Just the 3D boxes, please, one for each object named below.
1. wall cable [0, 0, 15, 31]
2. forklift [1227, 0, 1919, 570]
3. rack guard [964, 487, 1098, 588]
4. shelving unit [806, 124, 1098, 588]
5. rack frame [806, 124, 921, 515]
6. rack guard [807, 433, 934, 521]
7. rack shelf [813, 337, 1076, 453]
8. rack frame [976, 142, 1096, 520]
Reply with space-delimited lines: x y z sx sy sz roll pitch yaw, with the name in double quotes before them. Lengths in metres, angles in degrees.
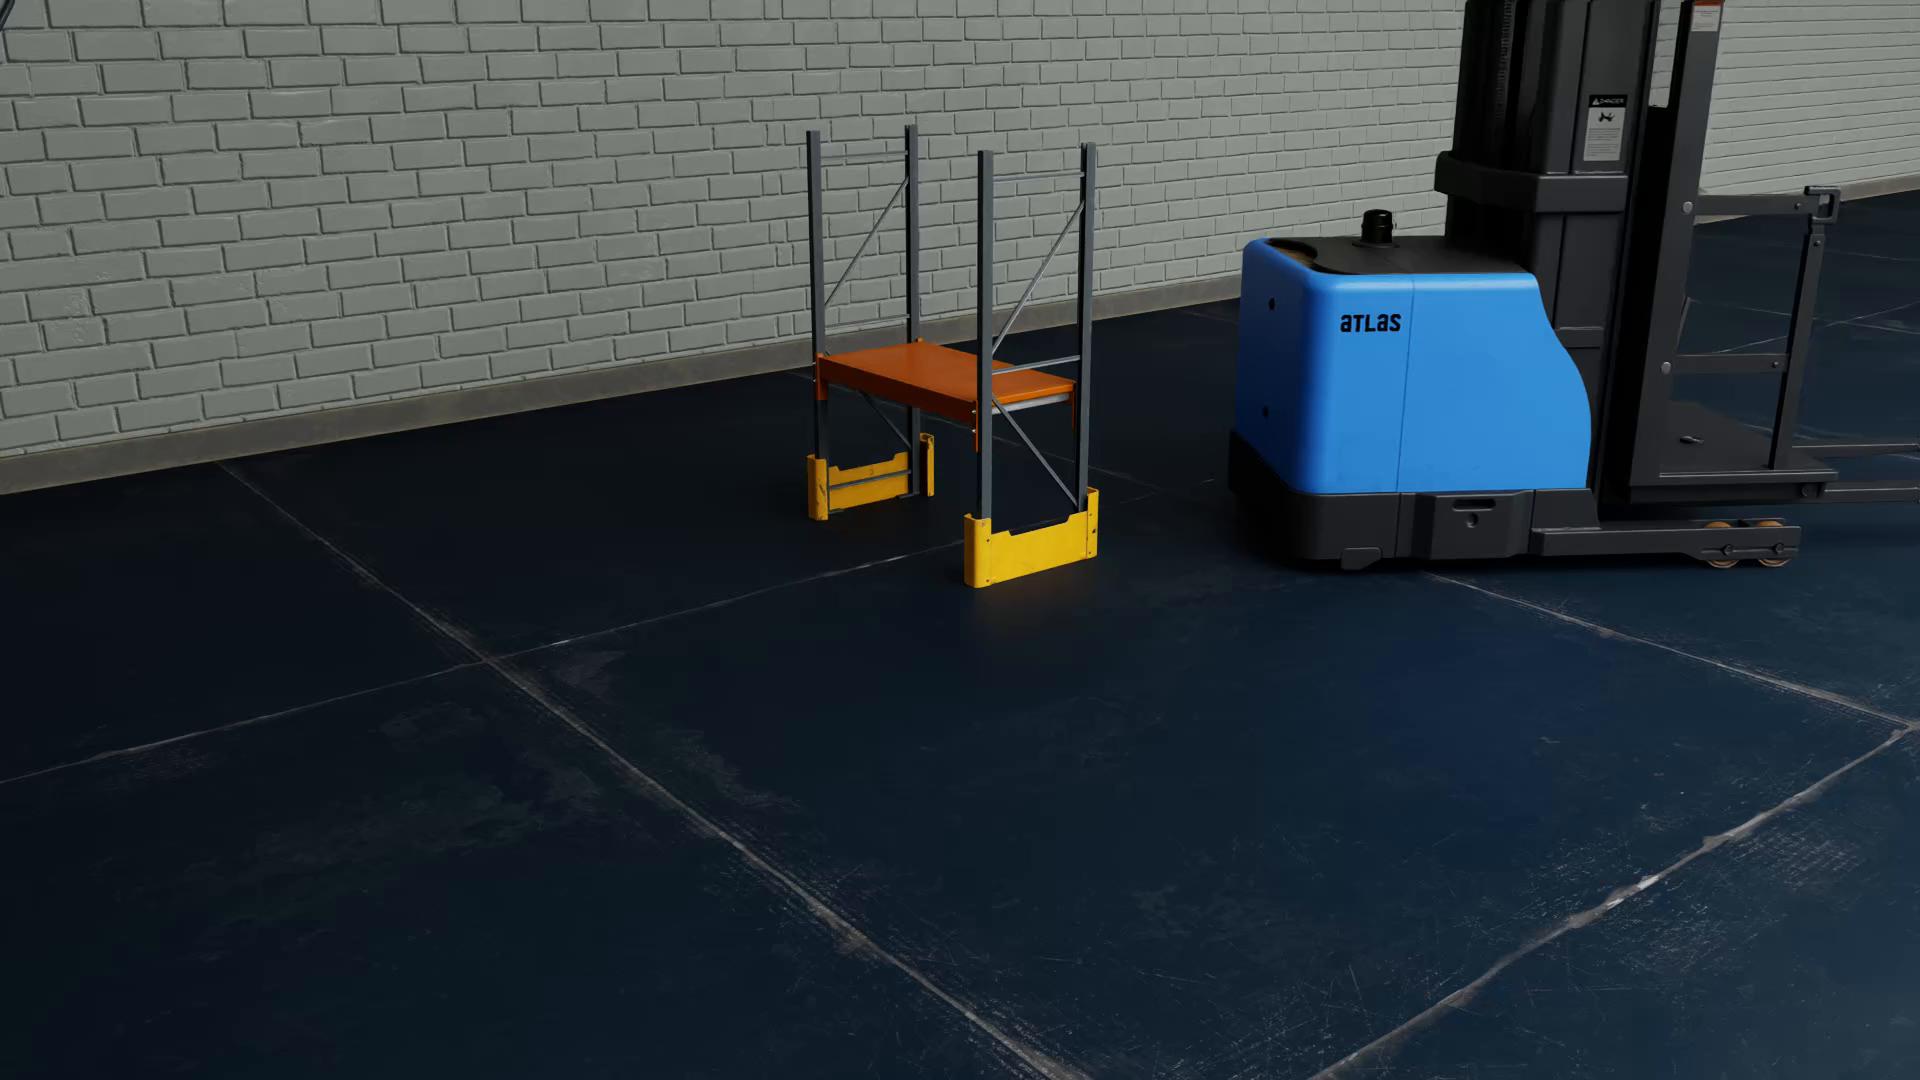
"wall cable" -4.874 -2.756 5.308 3.097 2.526 0.112 -14 23 -36
"forklift" 2.640 -1.453 6.087 3.031 2.935 1.130 -1 18 -5
"rack guard" 0.262 -0.015 6.009 0.587 0.250 0.087 -14 23 -36
"shelving unit" -0.047 -0.731 6.183 0.587 1.500 1.083 -14 23 -36
"rack frame" -0.369 -0.858 6.569 0.500 1.500 0.032 -14 23 -36
"rack guard" -0.357 -0.260 6.751 0.587 0.250 0.087 -14 23 -36
"rack shelf" -0.053 -0.562 6.247 0.538 0.185 1.000 -14 23 -36
"rack frame" 0.263 -0.608 5.812 0.500 1.500 0.032 -14 23 -36
